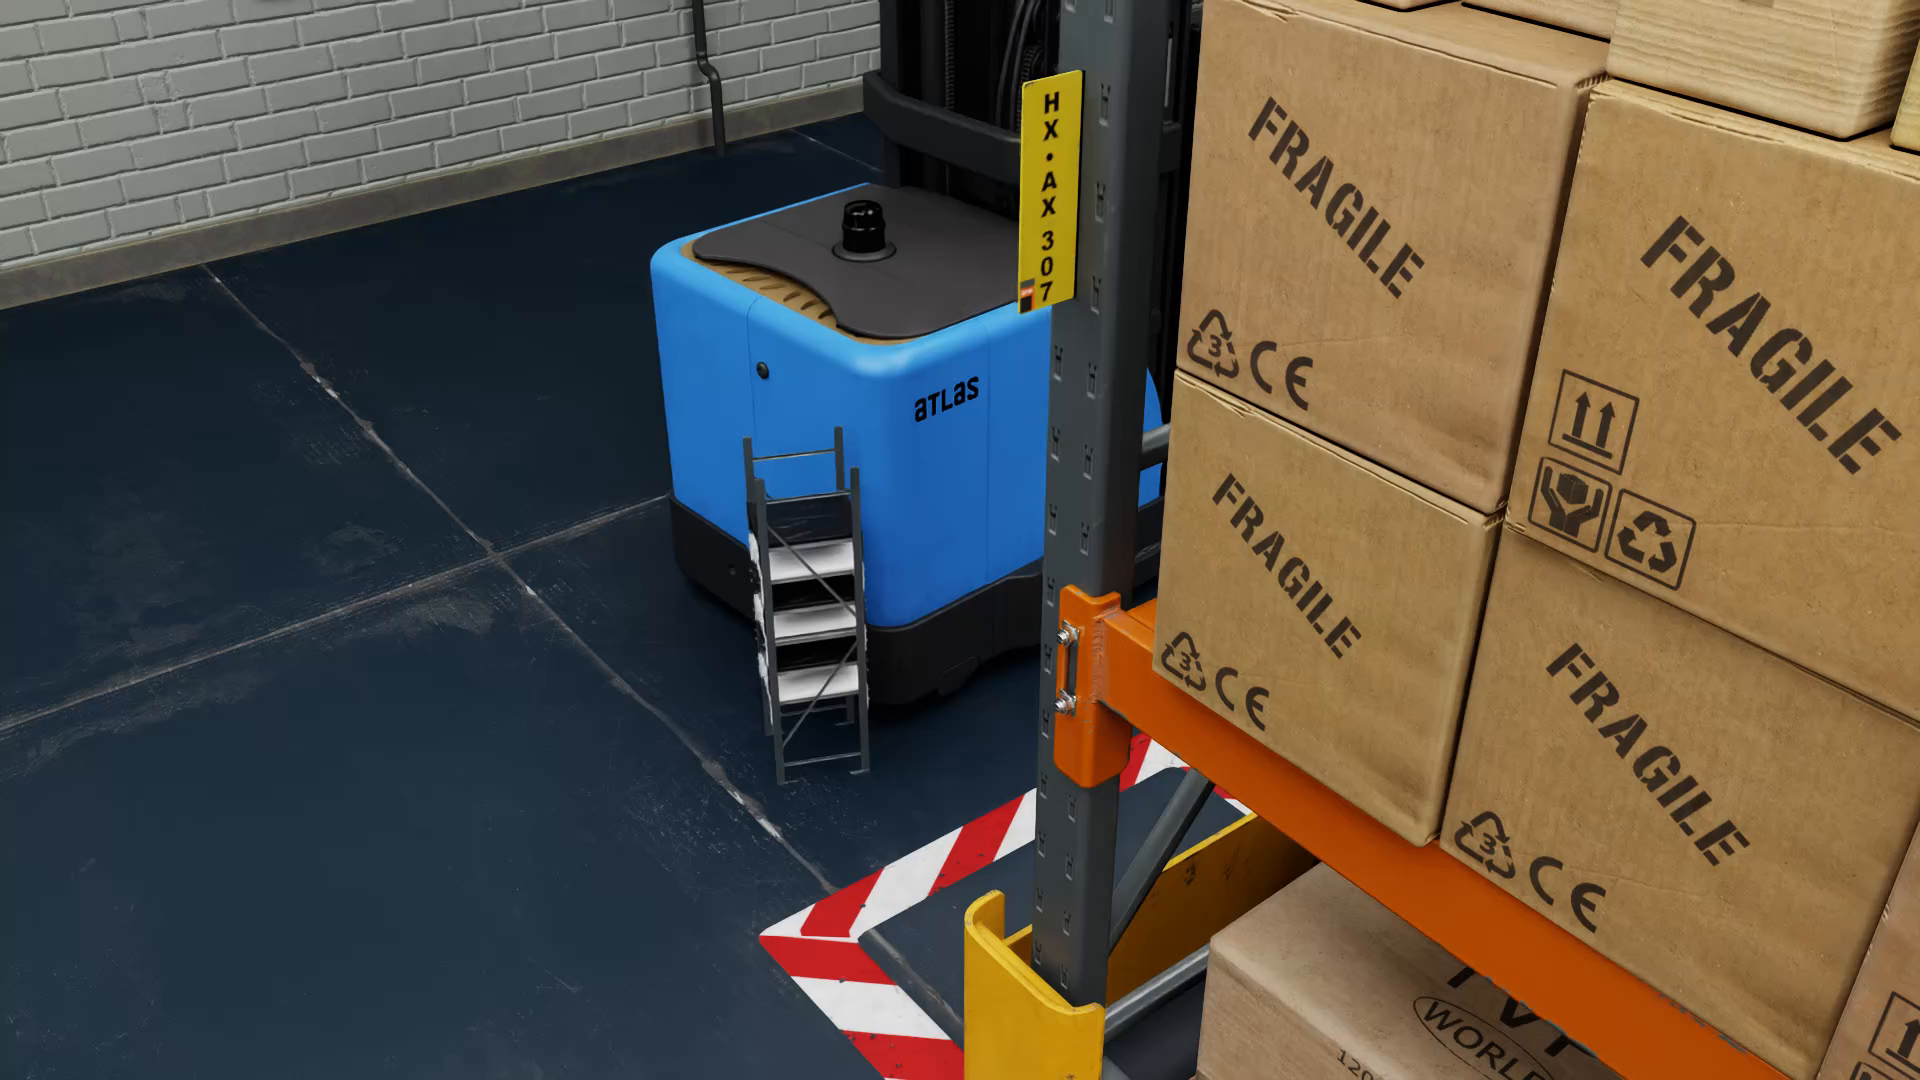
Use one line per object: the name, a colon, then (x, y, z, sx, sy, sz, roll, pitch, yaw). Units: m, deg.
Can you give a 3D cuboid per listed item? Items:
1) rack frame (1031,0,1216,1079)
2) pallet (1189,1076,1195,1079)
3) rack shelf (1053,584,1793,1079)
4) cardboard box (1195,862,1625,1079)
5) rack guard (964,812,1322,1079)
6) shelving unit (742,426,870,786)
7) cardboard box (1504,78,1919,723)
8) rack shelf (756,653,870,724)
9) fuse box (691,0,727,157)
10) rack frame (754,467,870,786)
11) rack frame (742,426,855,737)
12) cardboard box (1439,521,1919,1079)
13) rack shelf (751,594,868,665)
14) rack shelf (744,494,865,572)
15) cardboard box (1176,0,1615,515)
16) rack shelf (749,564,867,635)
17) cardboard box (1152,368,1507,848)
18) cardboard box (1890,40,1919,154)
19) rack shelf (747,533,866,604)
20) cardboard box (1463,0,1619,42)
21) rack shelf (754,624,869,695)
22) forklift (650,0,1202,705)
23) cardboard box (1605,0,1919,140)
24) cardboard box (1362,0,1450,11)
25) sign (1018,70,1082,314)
rack frame: (0.564, -0.246, 2.803, 1.000, 3.000, 0.127, -22, 38, -31)
pallet: (1.116, 1.247, 3.043, 1.003, 0.211, 1.213, -22, 38, -31)
rack shelf: (1.790, 0.893, 1.650, 1.077, 0.370, 4.000, -22, 38, -31)
cardboard box: (1.047, 0.907, 2.977, 0.875, 0.438, 0.875, -24, 39, -33)
rack guard: (0.549, 0.806, 3.478, 1.175, 0.500, 0.348, -22, 38, -31)
shelving unit: (-0.374, 0.177, 4.111, 0.258, 0.900, 0.210, -8, 33, -12)
cardboard box: (0.955, -0.208, 1.699, 0.500, 0.500, 0.500, -23, 39, -33)
rack shelf: (-0.374, 0.357, 4.225, 0.258, 0.077, 0.200, -8, 33, -12)
fuse box: (-1.164, -2.660, 7.910, 0.539, 1.711, 0.414, -22, 38, -31)
rack frame: (-0.349, 0.229, 4.028, 0.240, 0.900, 0.006, -8, 33, -12)
rack frame: (-0.398, 0.124, 4.195, 0.240, 0.900, 0.006, -8, 33, -12)
cardboard box: (0.963, 0.207, 1.980, 0.500, 0.500, 0.500, -23, 38, -32)
rack shelf: (-0.374, 0.205, 4.129, 0.258, 0.077, 0.200, -8, 33, -12)
rack shelf: (-0.373, -0.024, 3.985, 0.258, 0.077, 0.200, -8, 33, -12)
cardboard box: (0.633, -0.421, 2.042, 0.500, 0.500, 0.500, -23, 39, -32)
rack shelf: (-0.374, 0.129, 4.081, 0.258, 0.077, 0.200, -8, 33, -12)
cardboard box: (0.631, 0.005, 2.305, 0.500, 0.500, 0.500, -23, 38, -32)
cardboard box: (1.024, -0.415, 1.419, 0.380, 0.149, 0.250, -24, 39, -33)
rack shelf: (-0.374, 0.053, 4.033, 0.258, 0.077, 0.200, -8, 33, -12)
cardboard box: (0.780, -0.665, 1.820, 0.380, 0.149, 0.250, -21, 38, -30)
rack shelf: (-0.374, 0.281, 4.177, 0.258, 0.077, 0.200, -8, 33, -12)
forklift: (0.571, -1.466, 4.832, 3.031, 2.935, 1.130, -26, 40, -35)
cardboard box: (0.848, -0.519, 1.586, 0.380, 0.149, 0.250, -21, 38, -30)
cardboard box: (0.563, -0.751, 1.959, 0.380, 0.149, 0.250, -21, 38, -30)
sign: (0.122, -0.470, 2.268, 0.100, 0.325, 0.005, -22, 38, -31)
